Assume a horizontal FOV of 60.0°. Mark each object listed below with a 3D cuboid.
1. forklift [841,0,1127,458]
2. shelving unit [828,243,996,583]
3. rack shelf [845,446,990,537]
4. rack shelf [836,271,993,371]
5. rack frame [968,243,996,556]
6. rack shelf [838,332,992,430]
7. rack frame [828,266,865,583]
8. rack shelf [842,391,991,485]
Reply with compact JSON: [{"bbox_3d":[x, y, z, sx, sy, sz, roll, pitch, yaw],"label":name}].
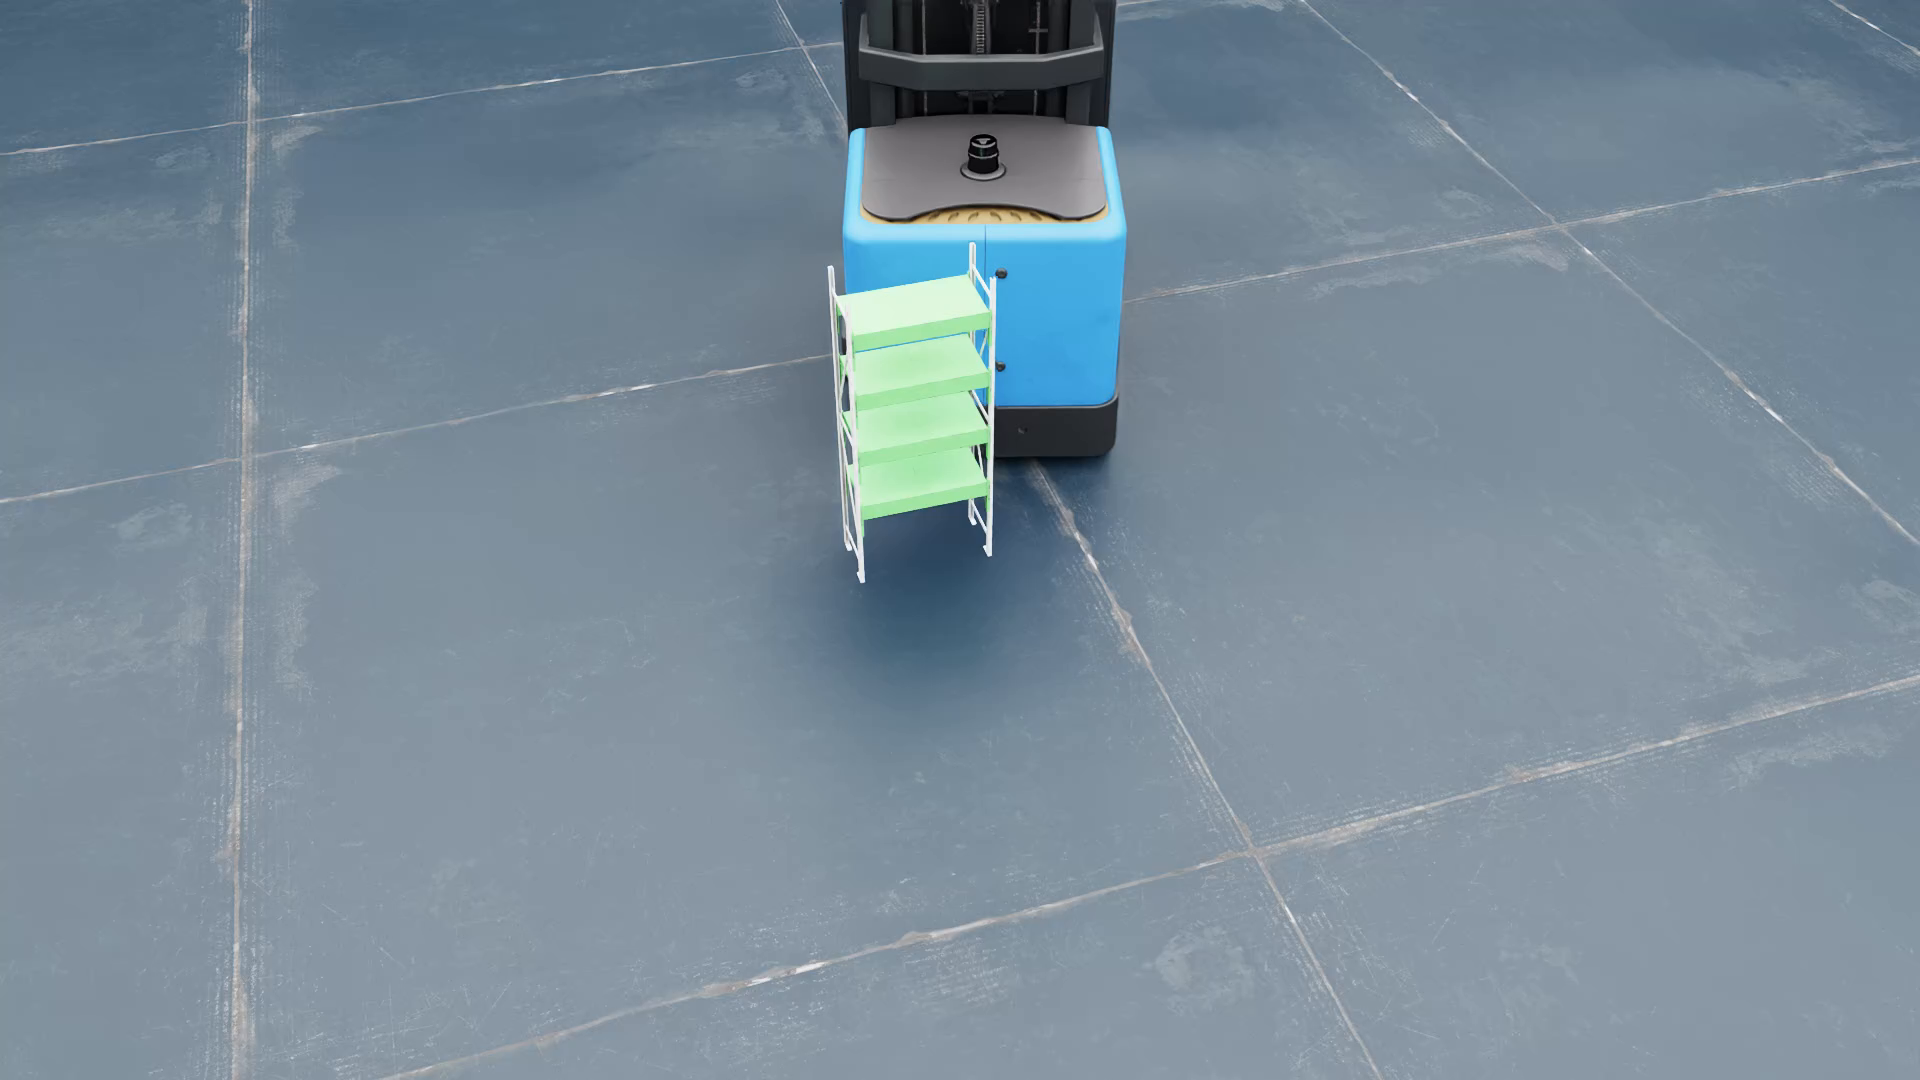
[{"bbox_3d":[0.071,-2.368,6.733,1.130,2.935,3.031,-1,41,-1],"label":"forklift"},{"bbox_3d":[-0.158,-0.419,5.818,0.503,1.200,0.258,-12,42,-13],"label":"shelving unit"},{"bbox_3d":[-0.158,-0.190,6.018,0.480,0.148,0.258,-12,42,-13],"label":"rack shelf"},{"bbox_3d":[-0.158,-0.732,5.544,0.480,0.148,0.258,-12,42,-13],"label":"rack shelf"},{"bbox_3d":[0.075,-0.467,5.873,0.015,1.200,0.240,-12,42,-13],"label":"rack frame"},{"bbox_3d":[-0.158,-0.552,5.702,0.480,0.148,0.258,-12,42,-13],"label":"rack shelf"},{"bbox_3d":[-0.391,-0.371,5.763,0.015,1.200,0.240,-12,42,-13],"label":"rack frame"},{"bbox_3d":[-0.158,-0.371,5.860,0.480,0.148,0.258,-12,42,-13],"label":"rack shelf"}]
